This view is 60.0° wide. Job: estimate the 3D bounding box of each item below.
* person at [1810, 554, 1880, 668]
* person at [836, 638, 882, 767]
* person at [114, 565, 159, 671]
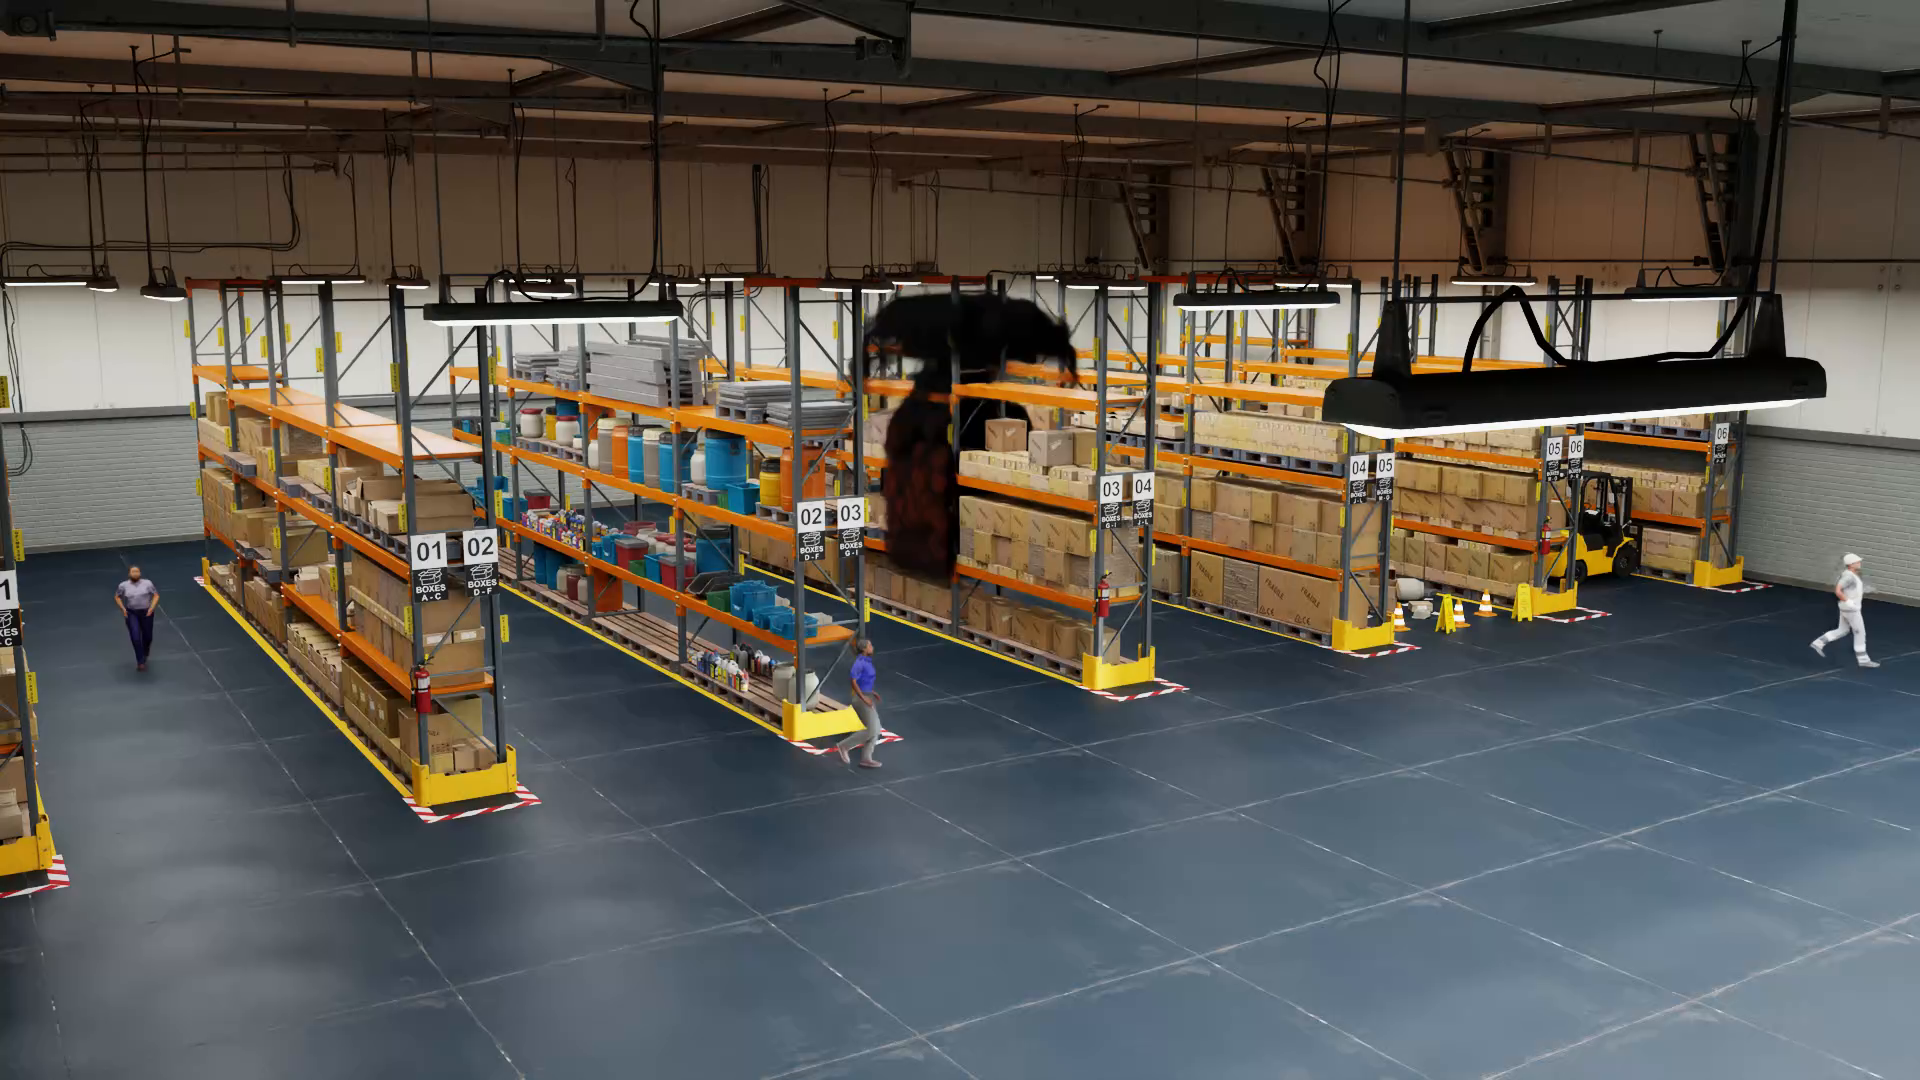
[{"bbox_3d":[13.933,1.086,26.064,0.998,1.767,0.663,4,10,22],"label":"person"},{"bbox_3d":[-1.269,2.043,21.067,0.563,1.599,0.650,0,10,1],"label":"person"},{"bbox_3d":[-12.908,1.188,26.121,0.618,1.629,0.742,-6,11,-31],"label":"person"}]
